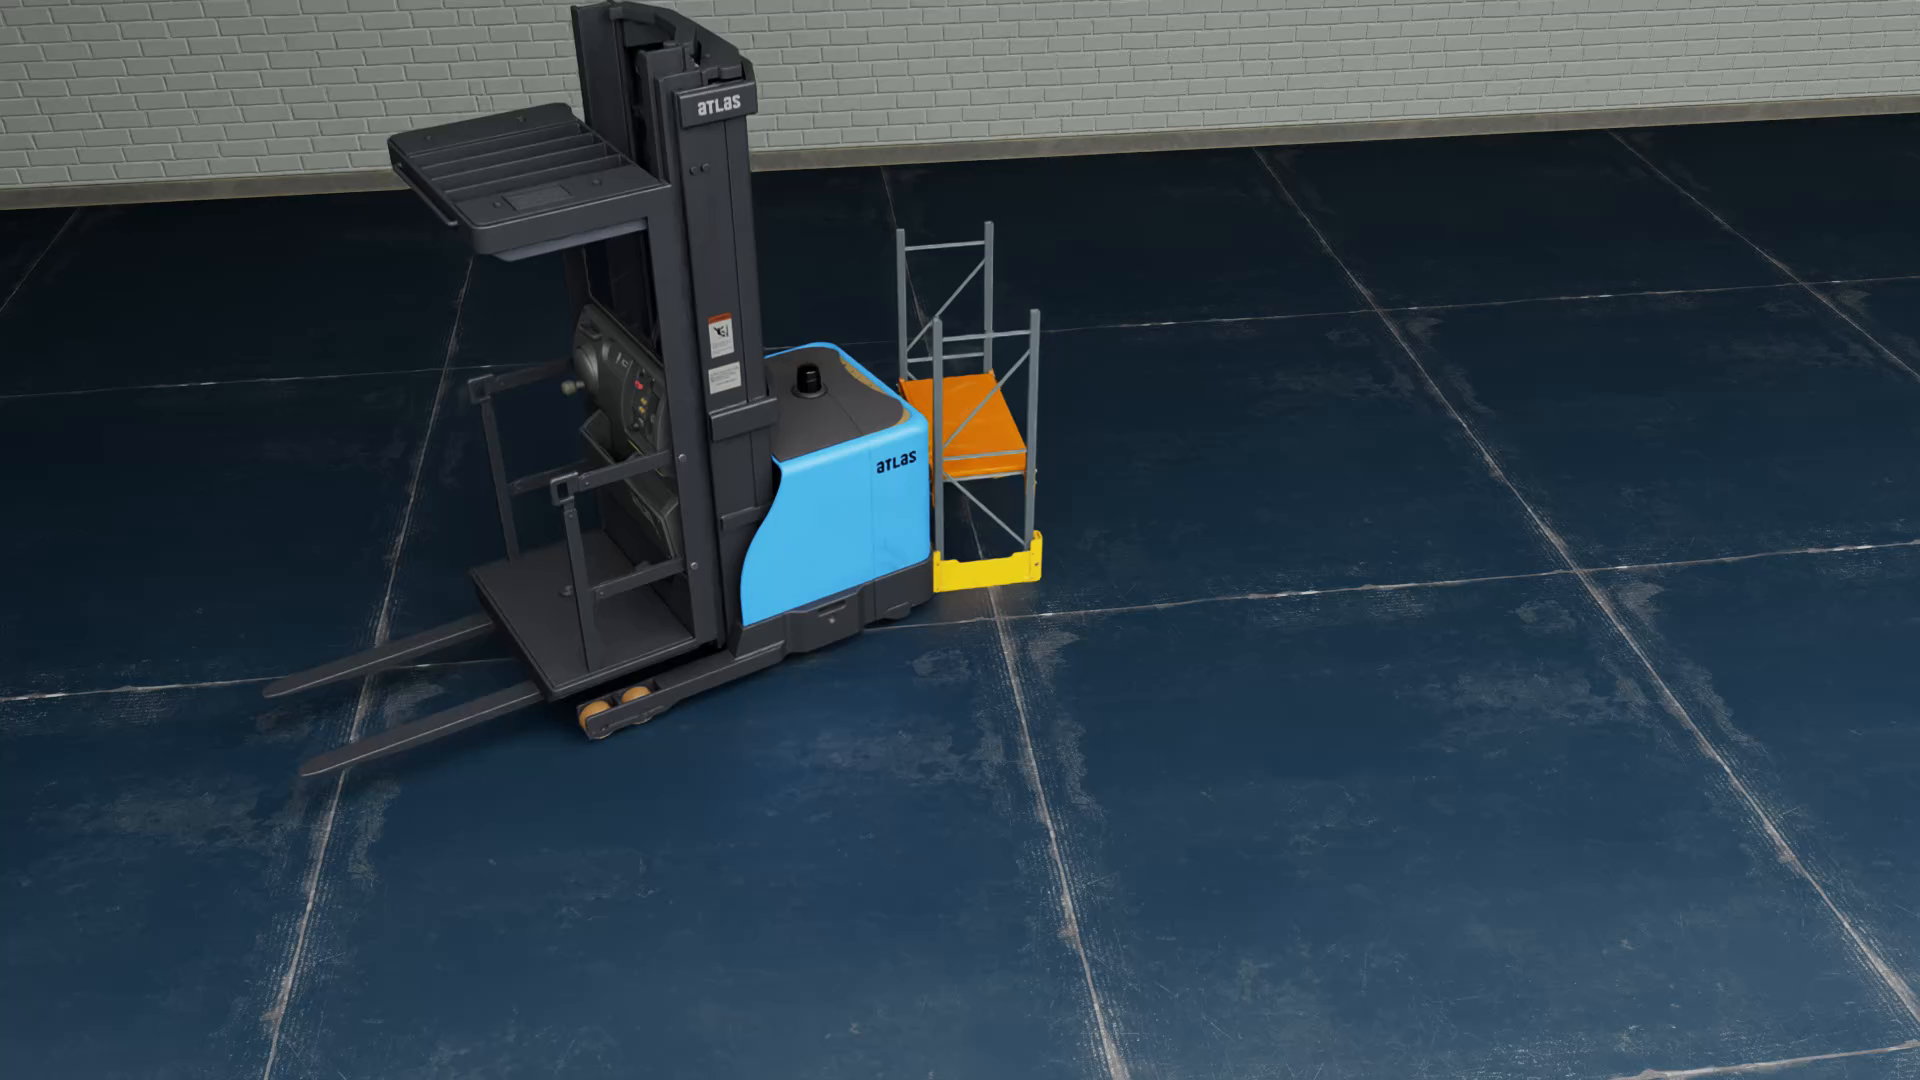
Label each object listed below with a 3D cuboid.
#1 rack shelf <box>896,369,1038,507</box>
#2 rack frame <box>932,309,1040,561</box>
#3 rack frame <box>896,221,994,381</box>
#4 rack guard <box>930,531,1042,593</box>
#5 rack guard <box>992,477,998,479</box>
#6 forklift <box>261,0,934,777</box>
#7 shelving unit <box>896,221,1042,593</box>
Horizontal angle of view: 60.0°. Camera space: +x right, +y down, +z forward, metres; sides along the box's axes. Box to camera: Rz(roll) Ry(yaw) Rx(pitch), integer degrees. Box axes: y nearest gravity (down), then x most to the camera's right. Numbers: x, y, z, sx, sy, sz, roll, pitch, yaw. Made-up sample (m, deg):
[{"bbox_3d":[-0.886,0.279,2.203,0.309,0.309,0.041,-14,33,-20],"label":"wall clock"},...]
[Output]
[{"bbox_3d":[0.021,-0.539,8.529,0.538,0.185,1.000,-6,35,-9],"label":"rack shelf"},{"bbox_3d":[0.120,-0.407,8.015,0.500,1.500,0.032,-6,35,-9],"label":"rack frame"},{"bbox_3d":[-0.077,-0.969,8.840,0.500,1.500,0.032,-6,35,-9],"label":"rack frame"},{"bbox_3d":[0.119,0.109,8.368,0.587,0.250,0.087,-6,35,-9],"label":"rack guard"},{"bbox_3d":[-0.074,-0.441,9.176,0.587,0.250,0.087,-6,35,-9],"label":"rack guard"},{"bbox_3d":[-1.647,-0.662,7.118,3.031,2.935,1.130,-20,39,-27],"label":"forklift"},{"bbox_3d":[0.023,-0.683,8.420,0.587,1.500,1.083,-6,35,-9],"label":"shelving unit"}]
